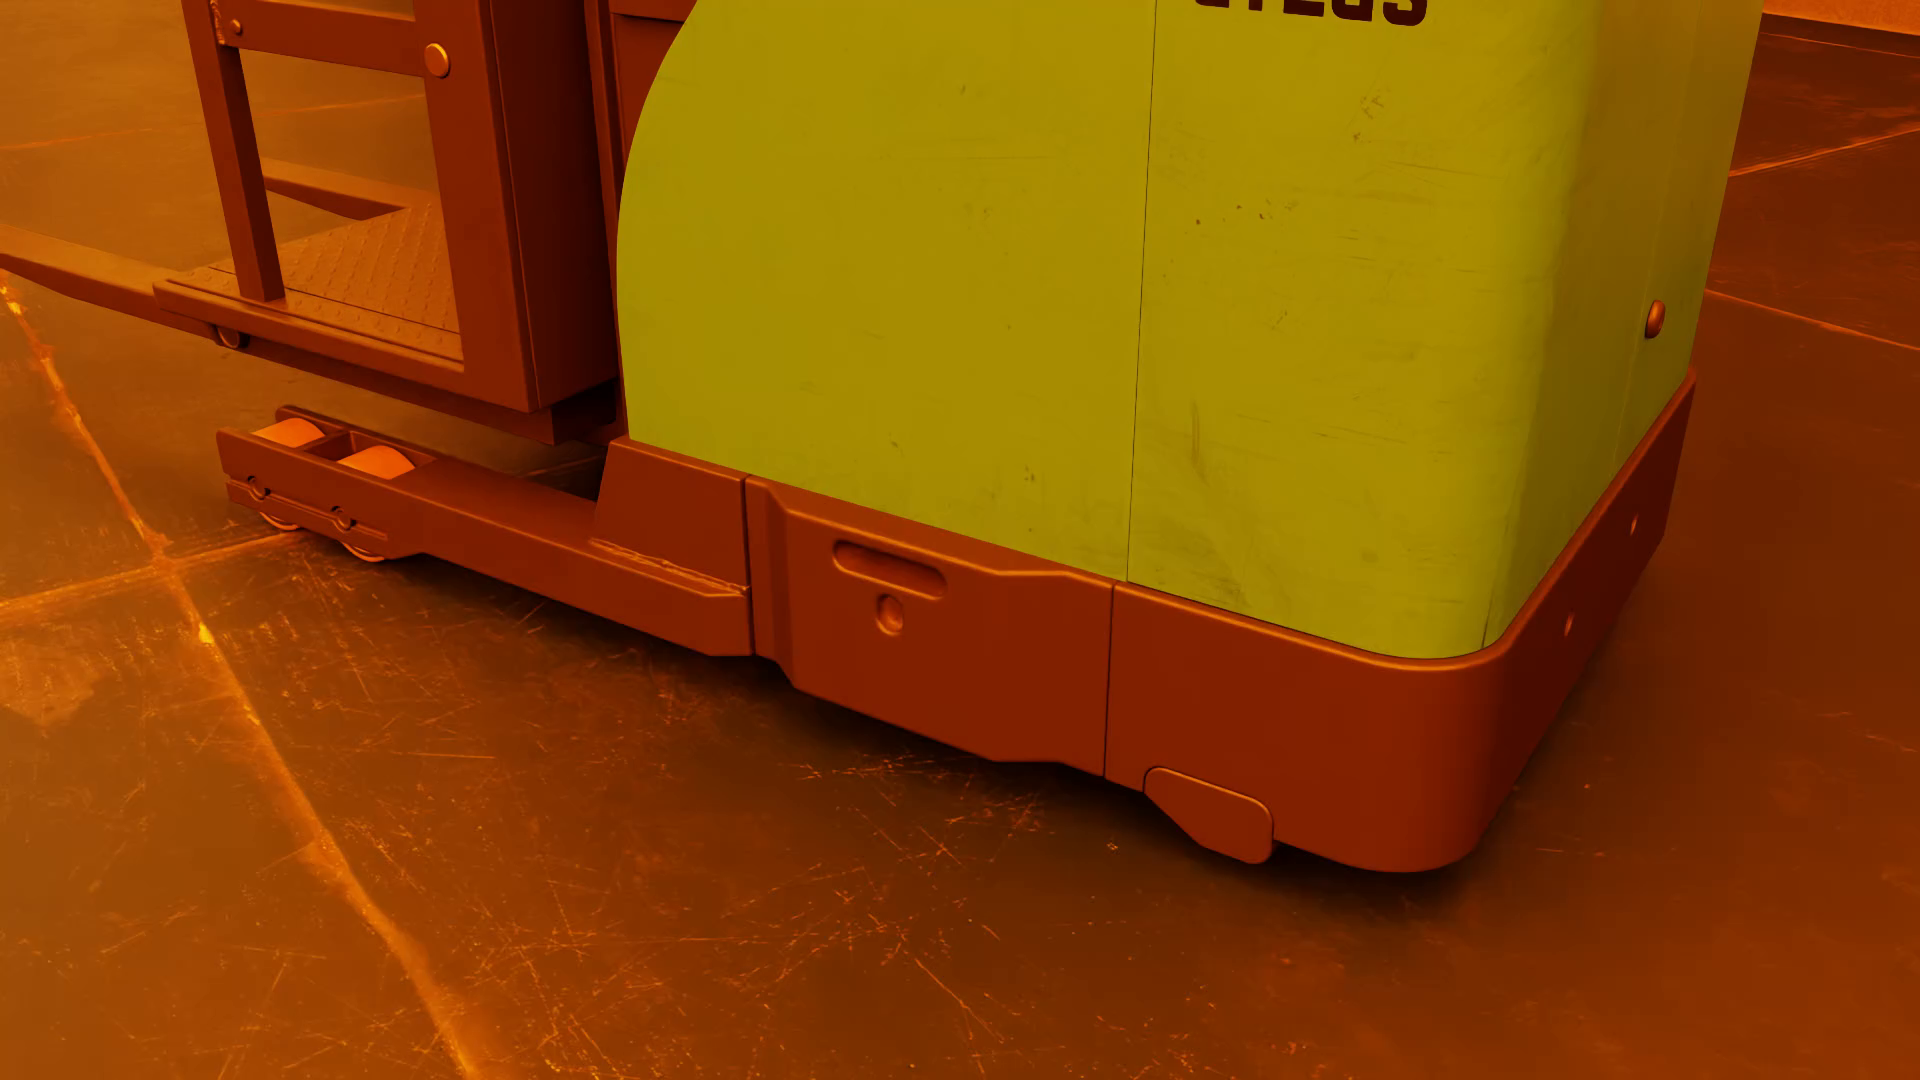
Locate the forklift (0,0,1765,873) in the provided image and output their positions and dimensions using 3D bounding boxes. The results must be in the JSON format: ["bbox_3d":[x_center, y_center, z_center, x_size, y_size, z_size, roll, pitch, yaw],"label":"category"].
[{"bbox_3d":[-0.511,-1.459,2.139,3.031,2.935,1.130,16,31,29],"label":"forklift"}]
